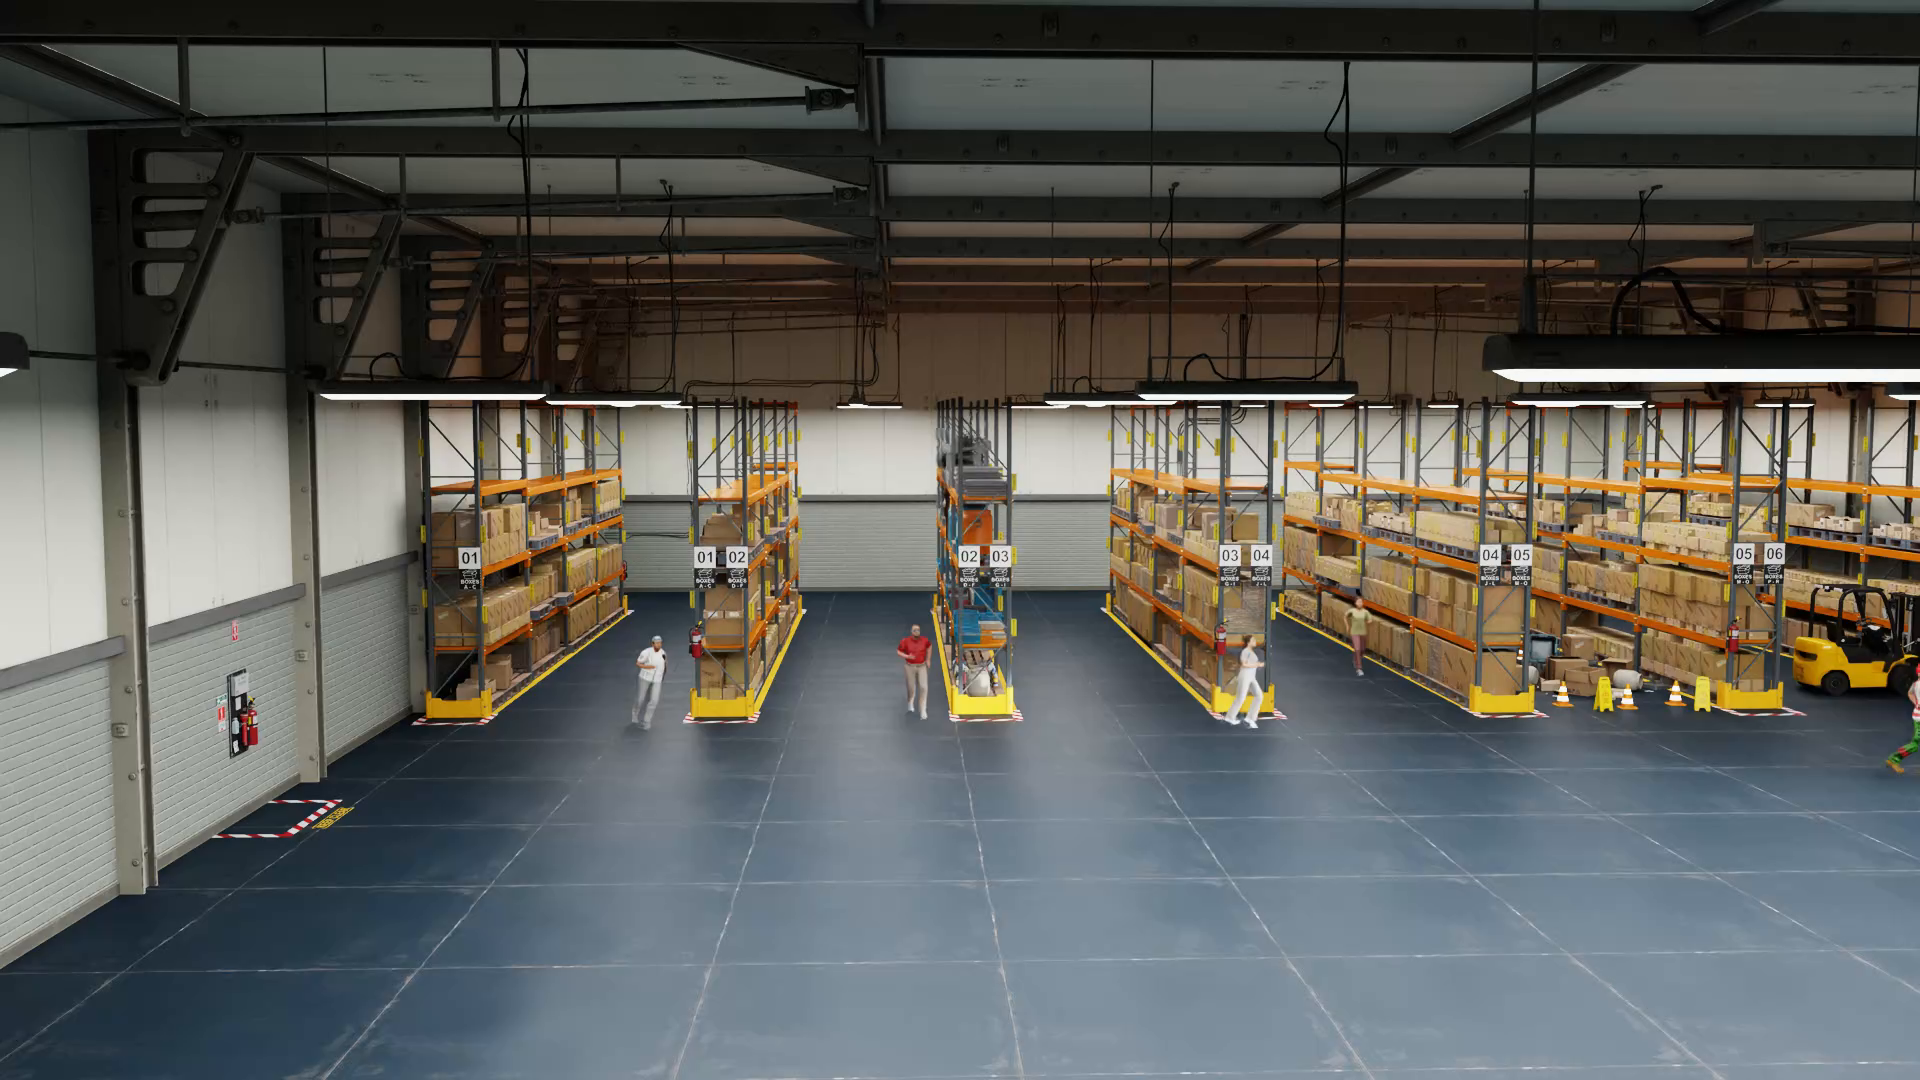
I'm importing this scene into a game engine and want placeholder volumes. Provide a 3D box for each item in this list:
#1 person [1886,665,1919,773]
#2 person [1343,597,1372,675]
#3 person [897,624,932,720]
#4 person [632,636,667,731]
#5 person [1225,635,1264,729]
[{"bbox_3d":[14.942,2.810,25.788,0.976,1.792,0.654,3,6,37],"label":"person"},{"bbox_3d":[8.693,2.073,36.256,0.573,1.639,0.964,0,4,-4],"label":"person"},{"bbox_3d":[-0.848,2.458,31.323,0.689,1.764,0.937,-1,4,-10],"label":"person"},{"bbox_3d":[-5.606,2.571,30.270,0.642,1.665,0.860,-2,5,-24],"label":"person"},{"bbox_3d":[5.219,2.569,30.218,0.720,1.718,0.569,3,5,34],"label":"person"}]
